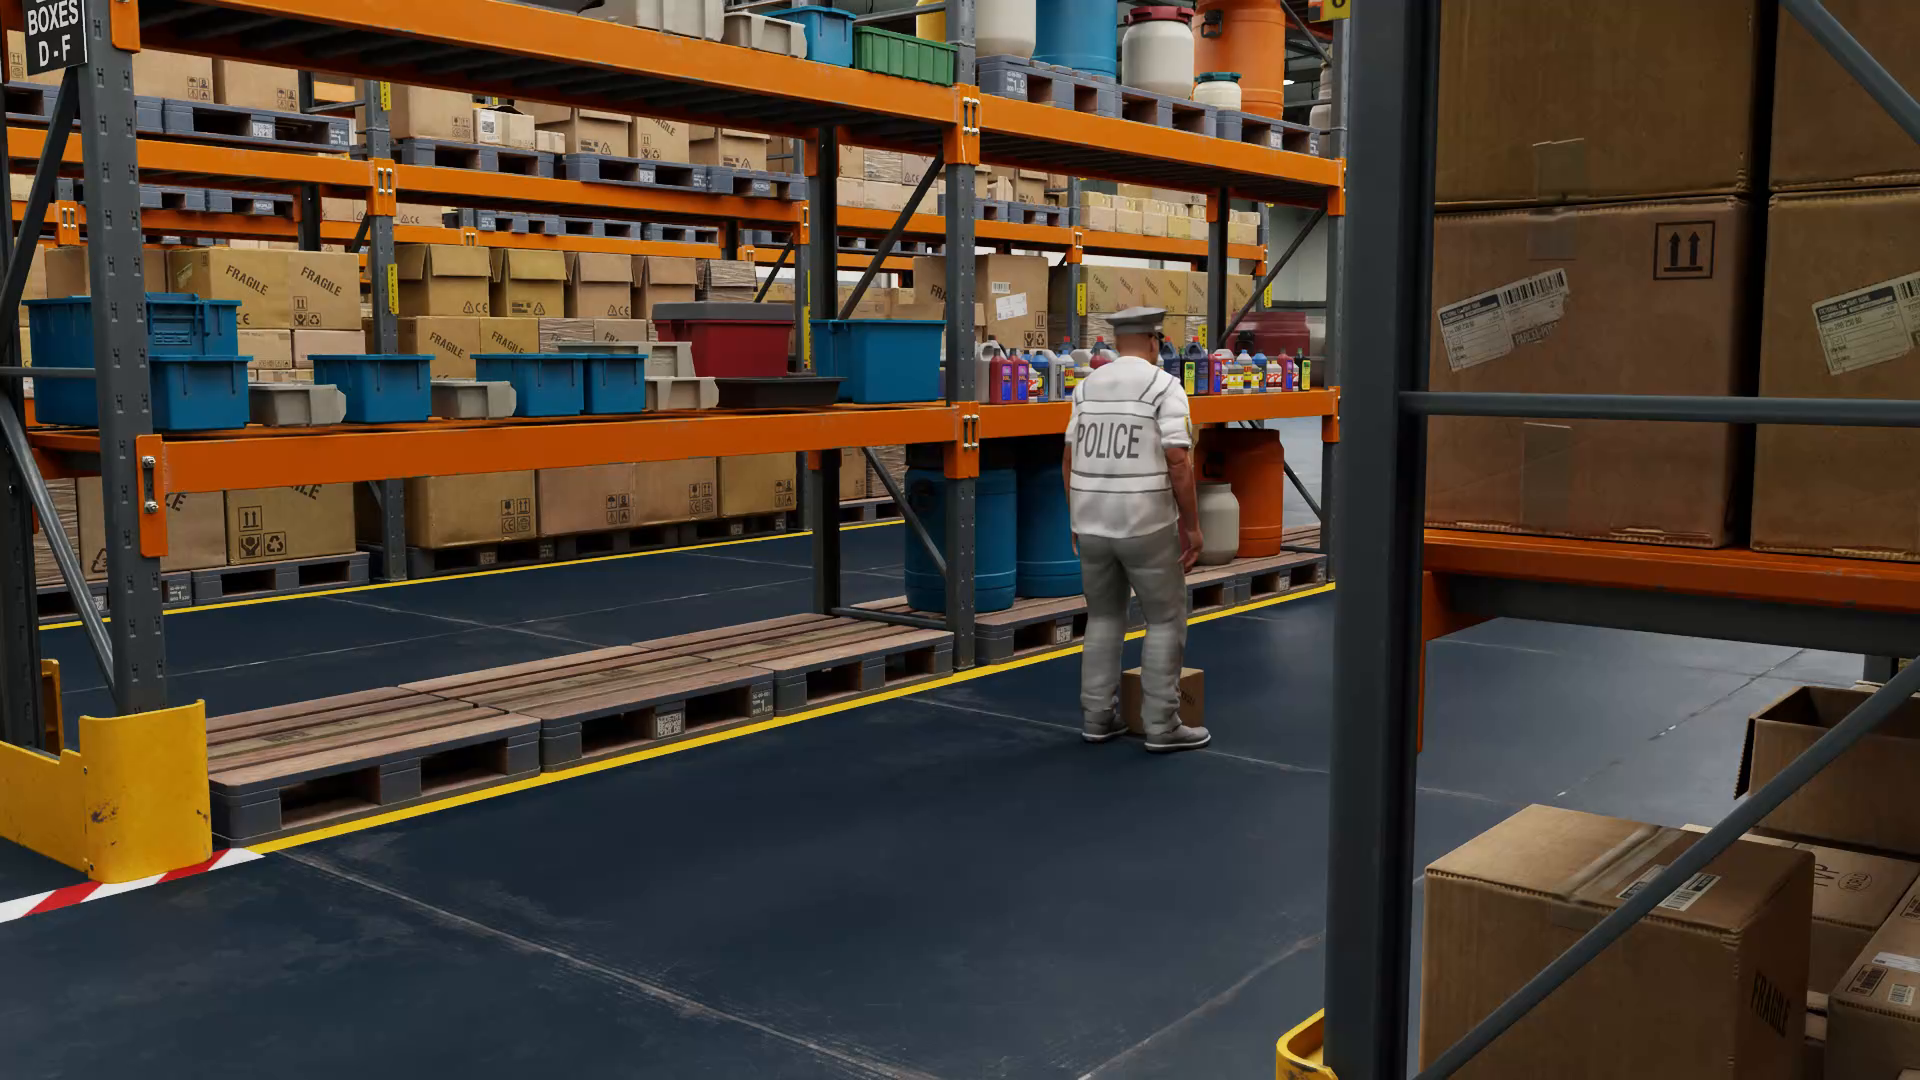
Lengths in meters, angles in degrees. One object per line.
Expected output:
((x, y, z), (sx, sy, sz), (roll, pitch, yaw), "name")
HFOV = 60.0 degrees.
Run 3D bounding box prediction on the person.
((0.675, -0.051, 6.634), (0.594, 1.748, 0.434), (5, 8, 37), "person")
